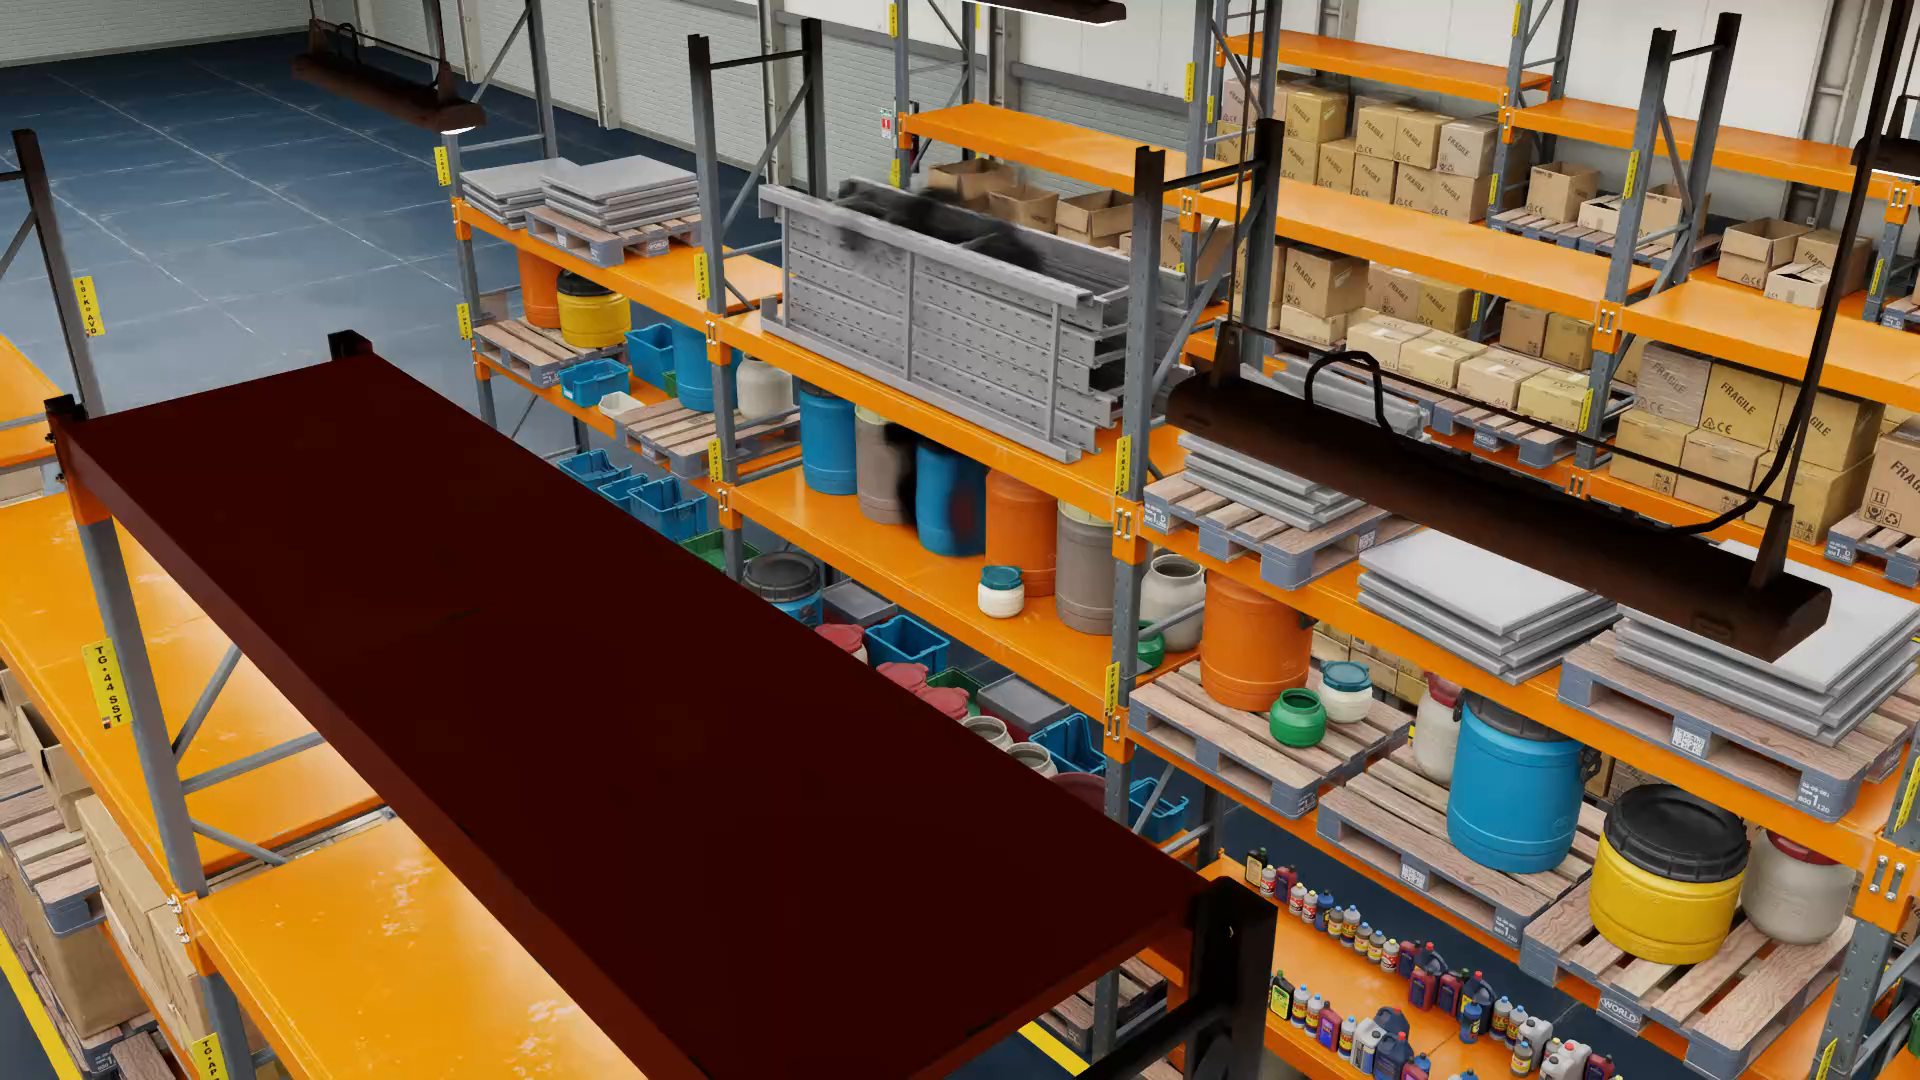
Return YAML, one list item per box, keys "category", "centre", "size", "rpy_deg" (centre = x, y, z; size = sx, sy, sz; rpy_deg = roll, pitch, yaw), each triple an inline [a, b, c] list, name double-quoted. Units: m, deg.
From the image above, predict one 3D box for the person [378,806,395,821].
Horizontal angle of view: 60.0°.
- category: "person"
  centre: [-4.053, 2.175, 11.436]
  size: [0.556, 1.756, 0.714]
  rpy_deg: [-23, 35, -38]
